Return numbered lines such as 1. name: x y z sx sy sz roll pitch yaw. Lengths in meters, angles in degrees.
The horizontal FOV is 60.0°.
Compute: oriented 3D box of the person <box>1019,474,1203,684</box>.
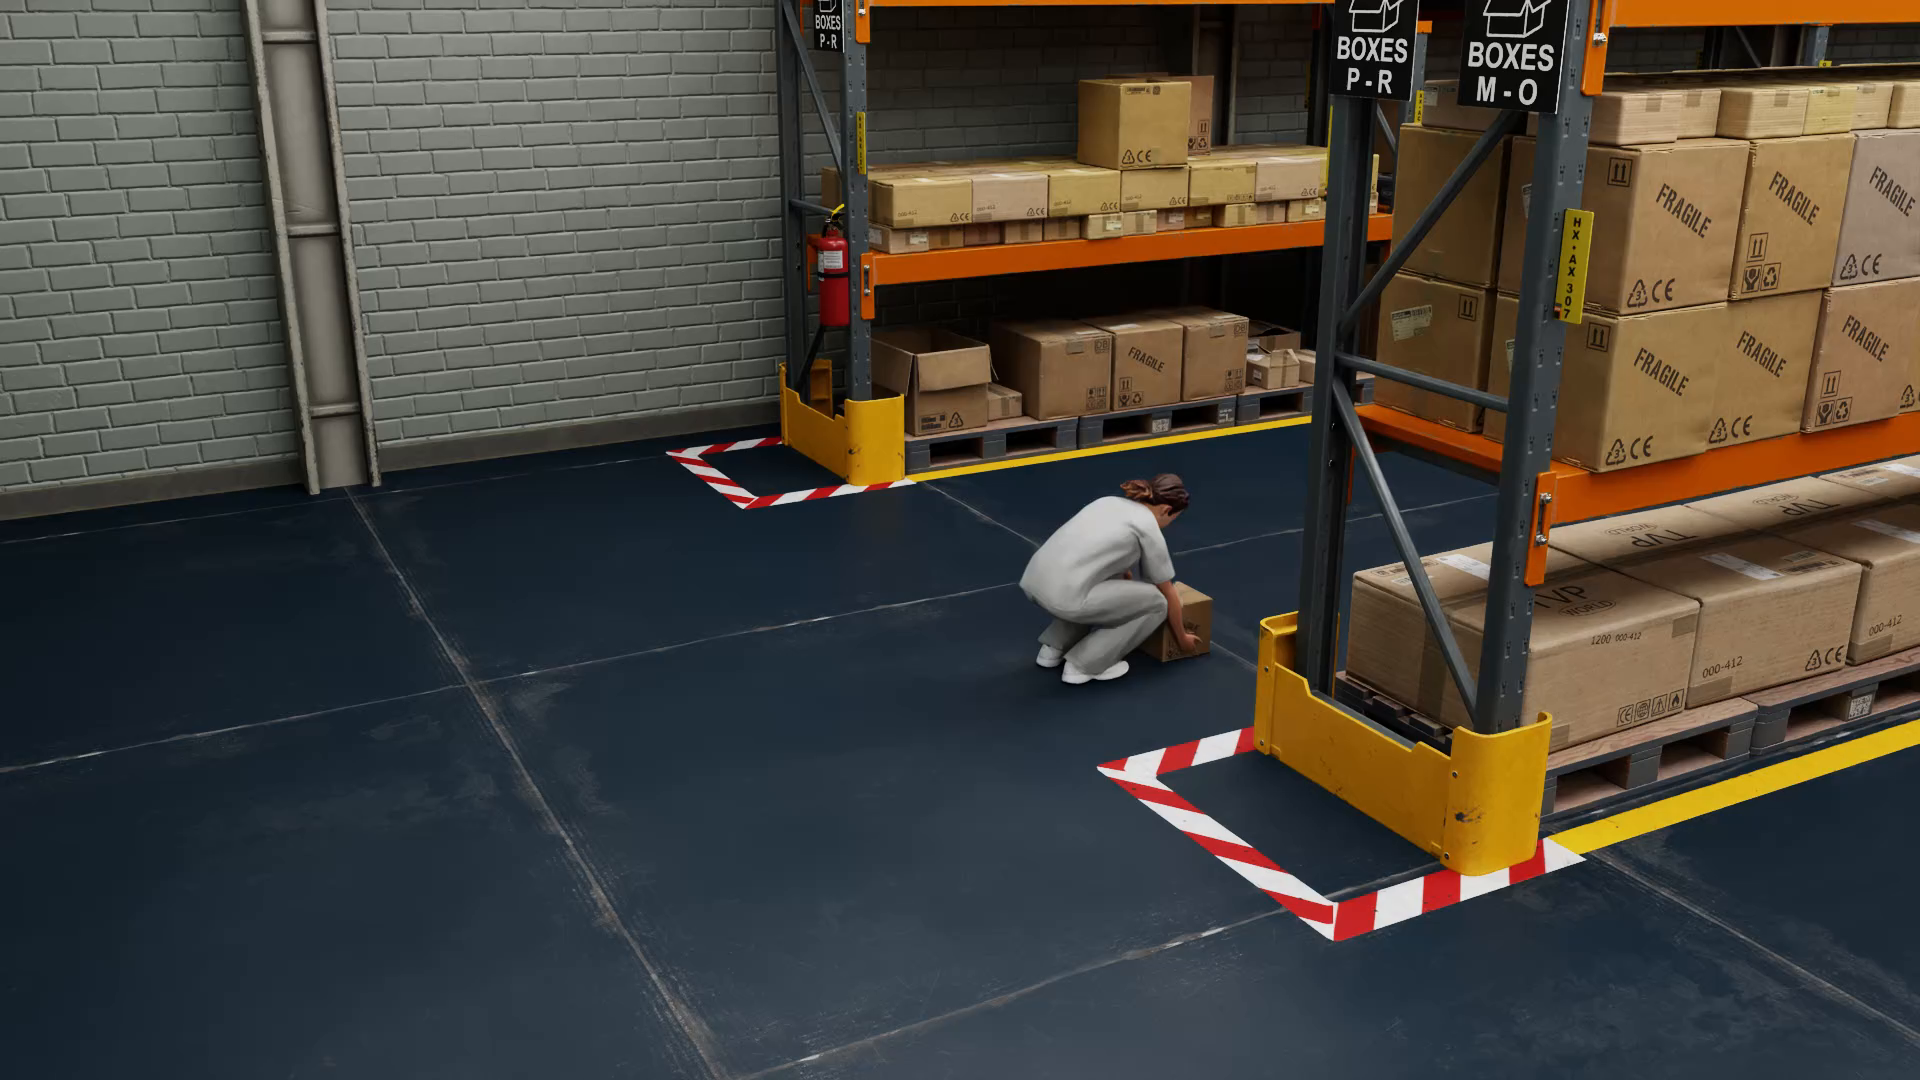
1. person: 0.636 0.161 7.015 0.807 0.804 0.478 -10 21 -27
